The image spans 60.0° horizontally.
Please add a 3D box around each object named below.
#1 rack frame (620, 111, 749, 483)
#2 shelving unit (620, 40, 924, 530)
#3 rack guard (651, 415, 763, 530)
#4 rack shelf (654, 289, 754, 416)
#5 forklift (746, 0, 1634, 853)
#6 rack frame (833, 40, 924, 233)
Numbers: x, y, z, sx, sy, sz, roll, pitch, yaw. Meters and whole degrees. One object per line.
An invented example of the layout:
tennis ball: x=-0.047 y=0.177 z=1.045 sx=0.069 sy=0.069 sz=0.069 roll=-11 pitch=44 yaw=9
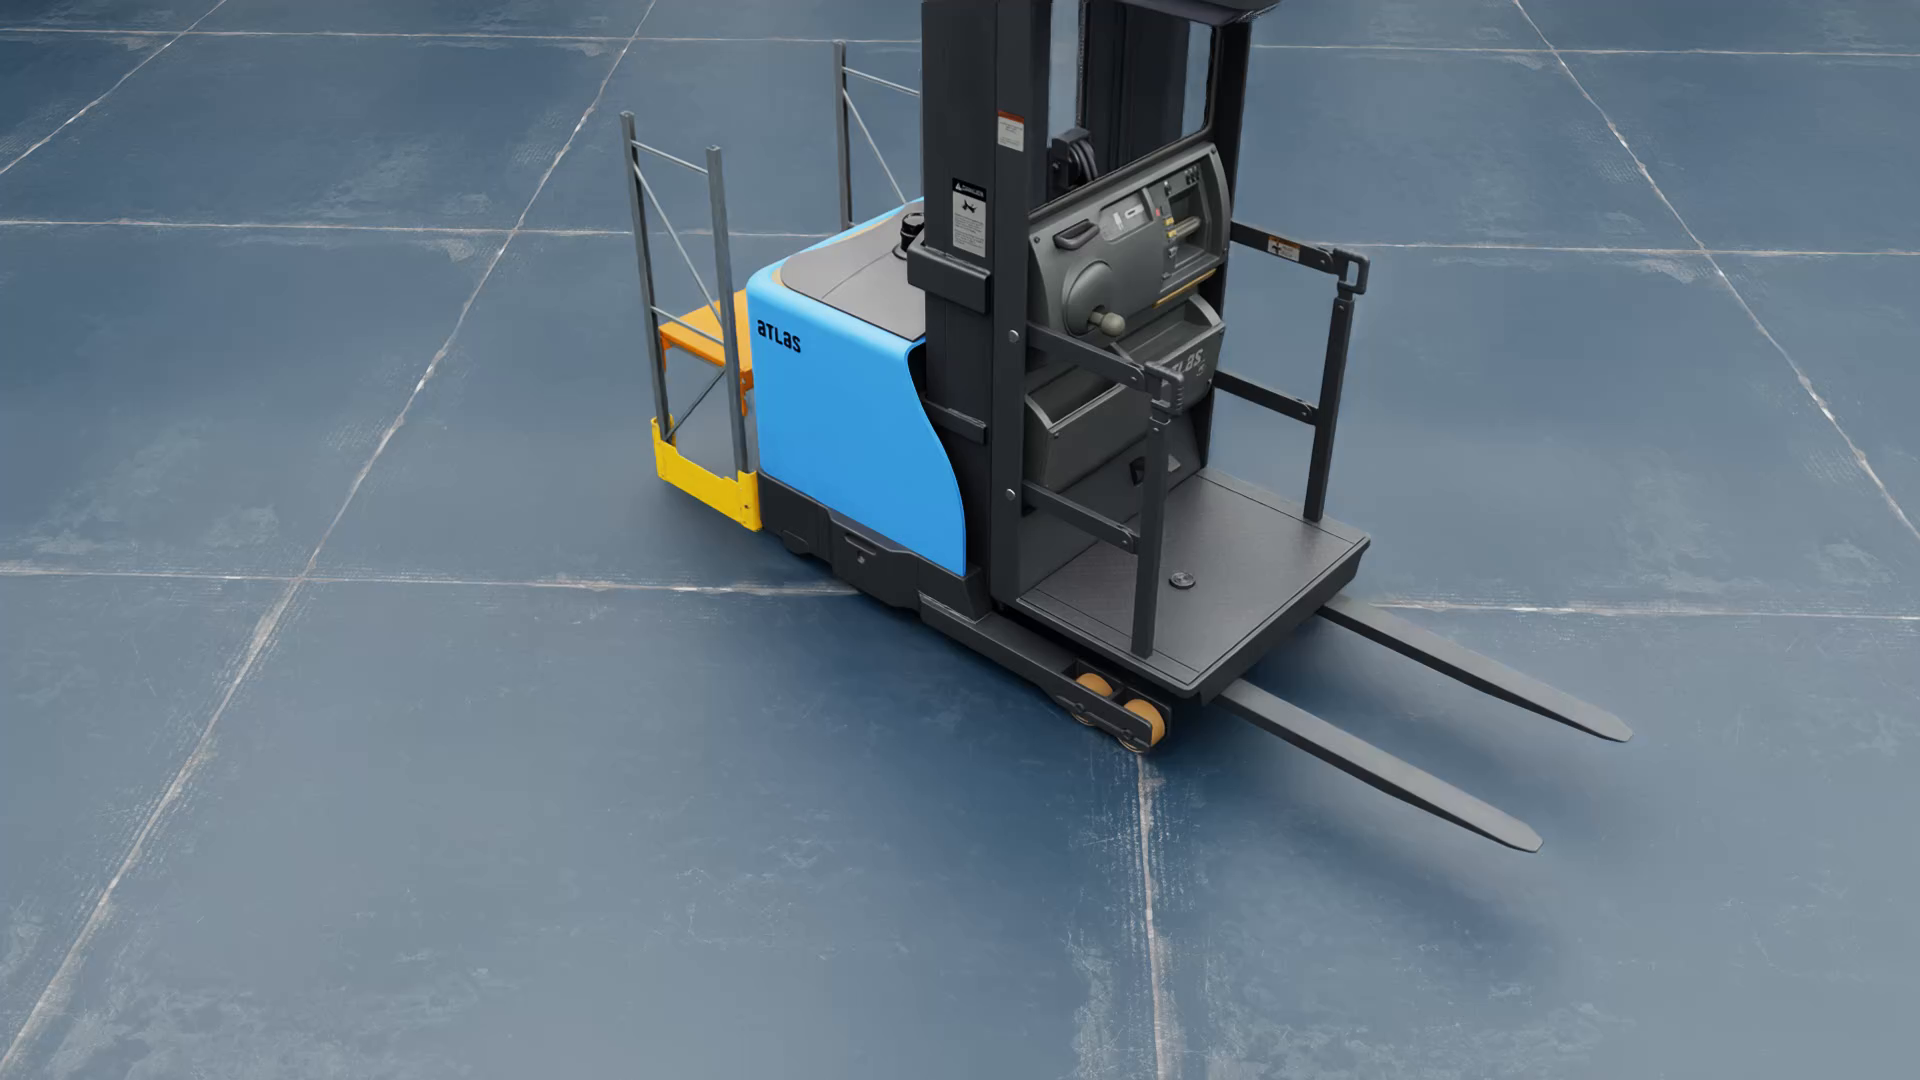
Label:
rack frame: x=-0.982 y=-0.769 z=6.039 sx=0.500 sy=1.500 sz=0.032 roll=28 pitch=44 yaw=34
shelving unit: x=-0.631 y=-0.987 z=6.350 sx=0.587 sy=1.500 sz=1.083 roll=28 pitch=44 yaw=34
rack guard: x=-0.968 y=-0.265 z=6.410 sx=0.587 sy=0.250 sz=0.087 roll=28 pitch=44 yaw=34
rack shelf: x=-0.637 y=-0.836 z=6.448 sx=0.538 sy=0.185 sz=1.000 roll=28 pitch=44 yaw=34
forklift: x=0.688 y=-0.868 z=4.936 sx=3.031 sy=2.935 sz=1.130 roll=27 pitch=43 yaw=33
rack frame: x=-0.293 y=-1.199 z=6.651 sx=0.500 sy=1.500 sz=0.032 roll=28 pitch=44 yaw=34
